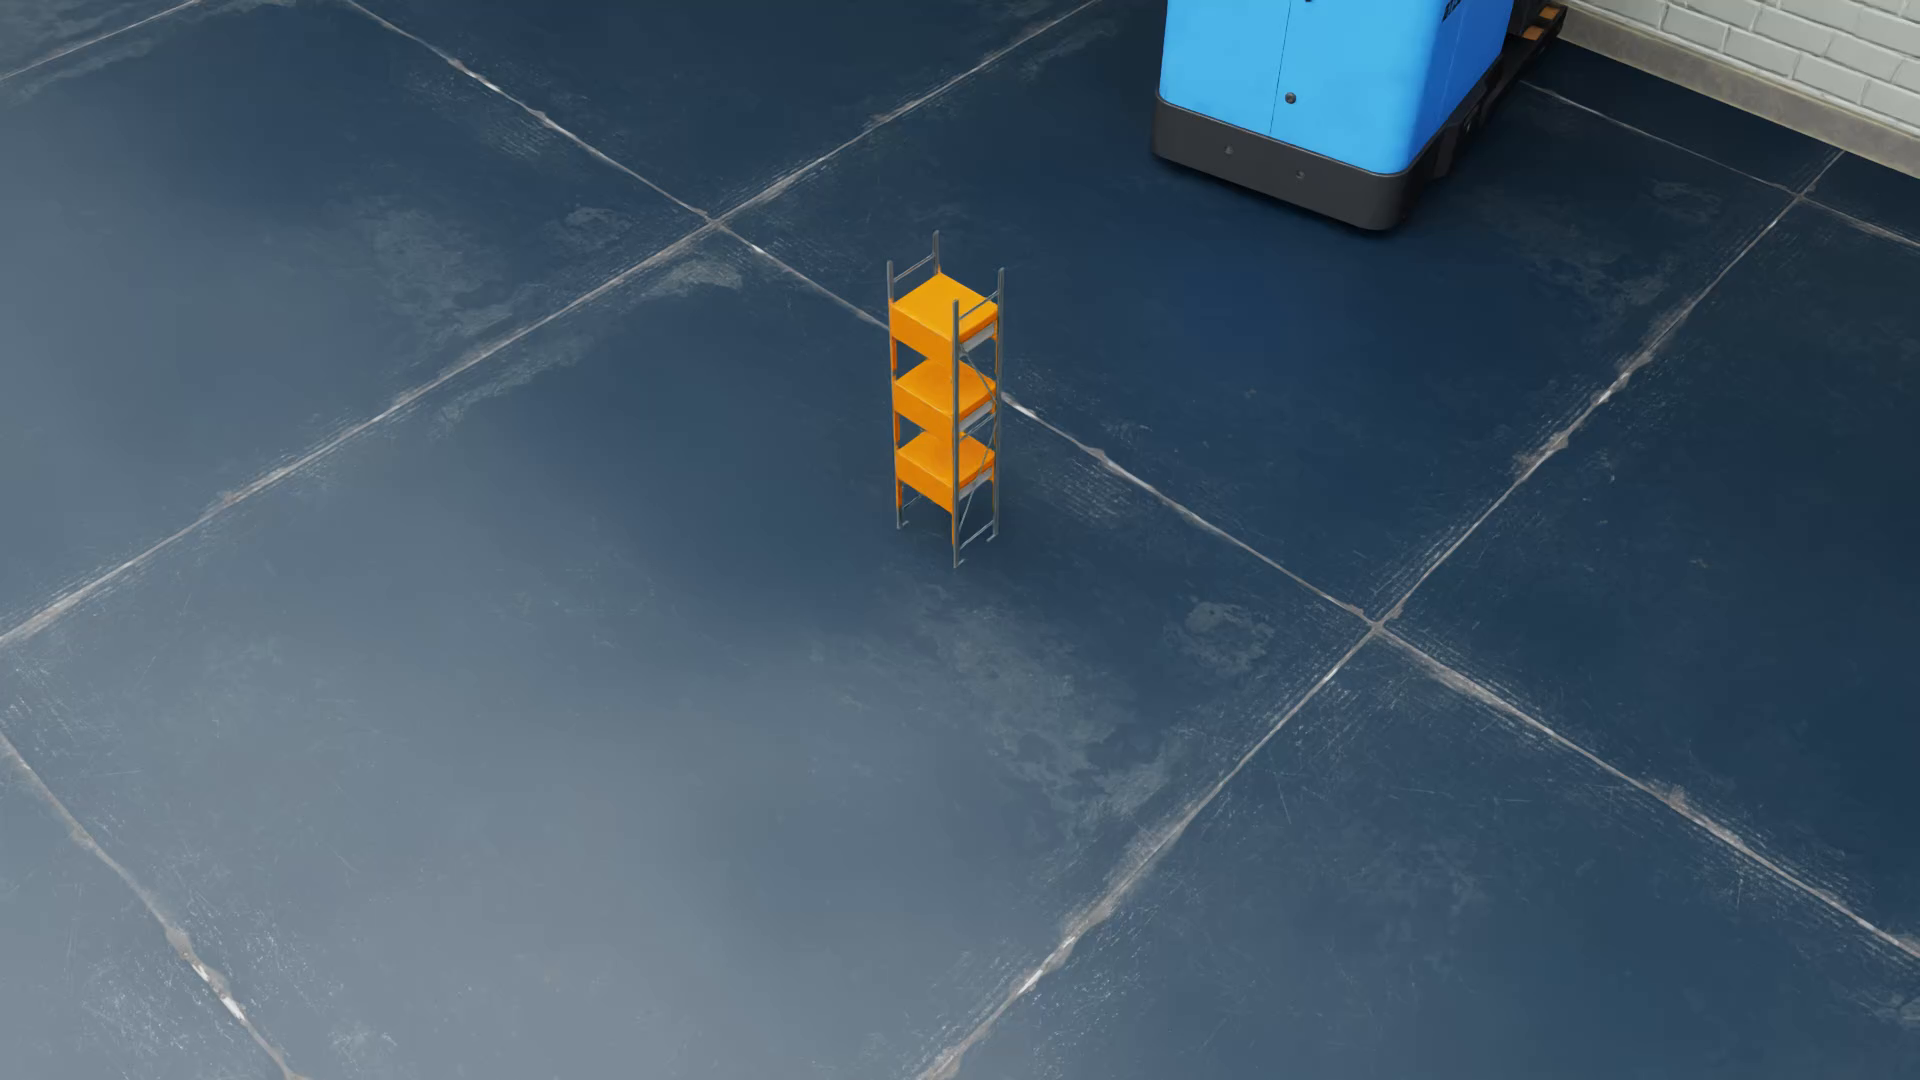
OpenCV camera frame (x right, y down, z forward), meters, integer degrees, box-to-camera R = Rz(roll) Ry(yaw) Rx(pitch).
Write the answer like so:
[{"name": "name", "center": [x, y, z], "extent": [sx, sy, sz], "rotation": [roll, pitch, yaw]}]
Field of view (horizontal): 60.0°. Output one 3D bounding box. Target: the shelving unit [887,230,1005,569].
[{"name": "shelving unit", "center": [-0.039, -0.386, 4.892], "extent": [0.252, 1.050, 0.215], "rotation": [34, 55, 28]}]

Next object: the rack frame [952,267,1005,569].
[{"name": "rack frame", "center": [0.050, -0.325, 4.835], "extent": [0.008, 1.050, 0.200], "rotation": [34, 55, 28]}]

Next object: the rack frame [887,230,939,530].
[{"name": "rack frame", "center": [-0.129, -0.446, 4.949], "extent": [0.008, 1.050, 0.200], "rotation": [34, 55, 28]}]

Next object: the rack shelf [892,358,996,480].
[{"name": "rack shelf", "center": [-0.039, -0.379, 4.900], "extent": [0.240, 0.259, 0.215], "rotation": [34, 55, 28]}]

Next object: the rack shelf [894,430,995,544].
[{"name": "rack shelf", "center": [-0.039, -0.188, 5.102], "extent": [0.240, 0.259, 0.215], "rotation": [34, 55, 28]}]

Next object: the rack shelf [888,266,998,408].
[{"name": "rack shelf", "center": [-0.039, -0.573, 4.693], "extent": [0.240, 0.259, 0.215], "rotation": [34, 55, 28]}]

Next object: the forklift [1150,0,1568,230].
[{"name": "forklift", "center": [1.984, -3.220, 6.263], "extent": [1.130, 2.935, 3.031], "rotation": [25, 52, 22]}]
